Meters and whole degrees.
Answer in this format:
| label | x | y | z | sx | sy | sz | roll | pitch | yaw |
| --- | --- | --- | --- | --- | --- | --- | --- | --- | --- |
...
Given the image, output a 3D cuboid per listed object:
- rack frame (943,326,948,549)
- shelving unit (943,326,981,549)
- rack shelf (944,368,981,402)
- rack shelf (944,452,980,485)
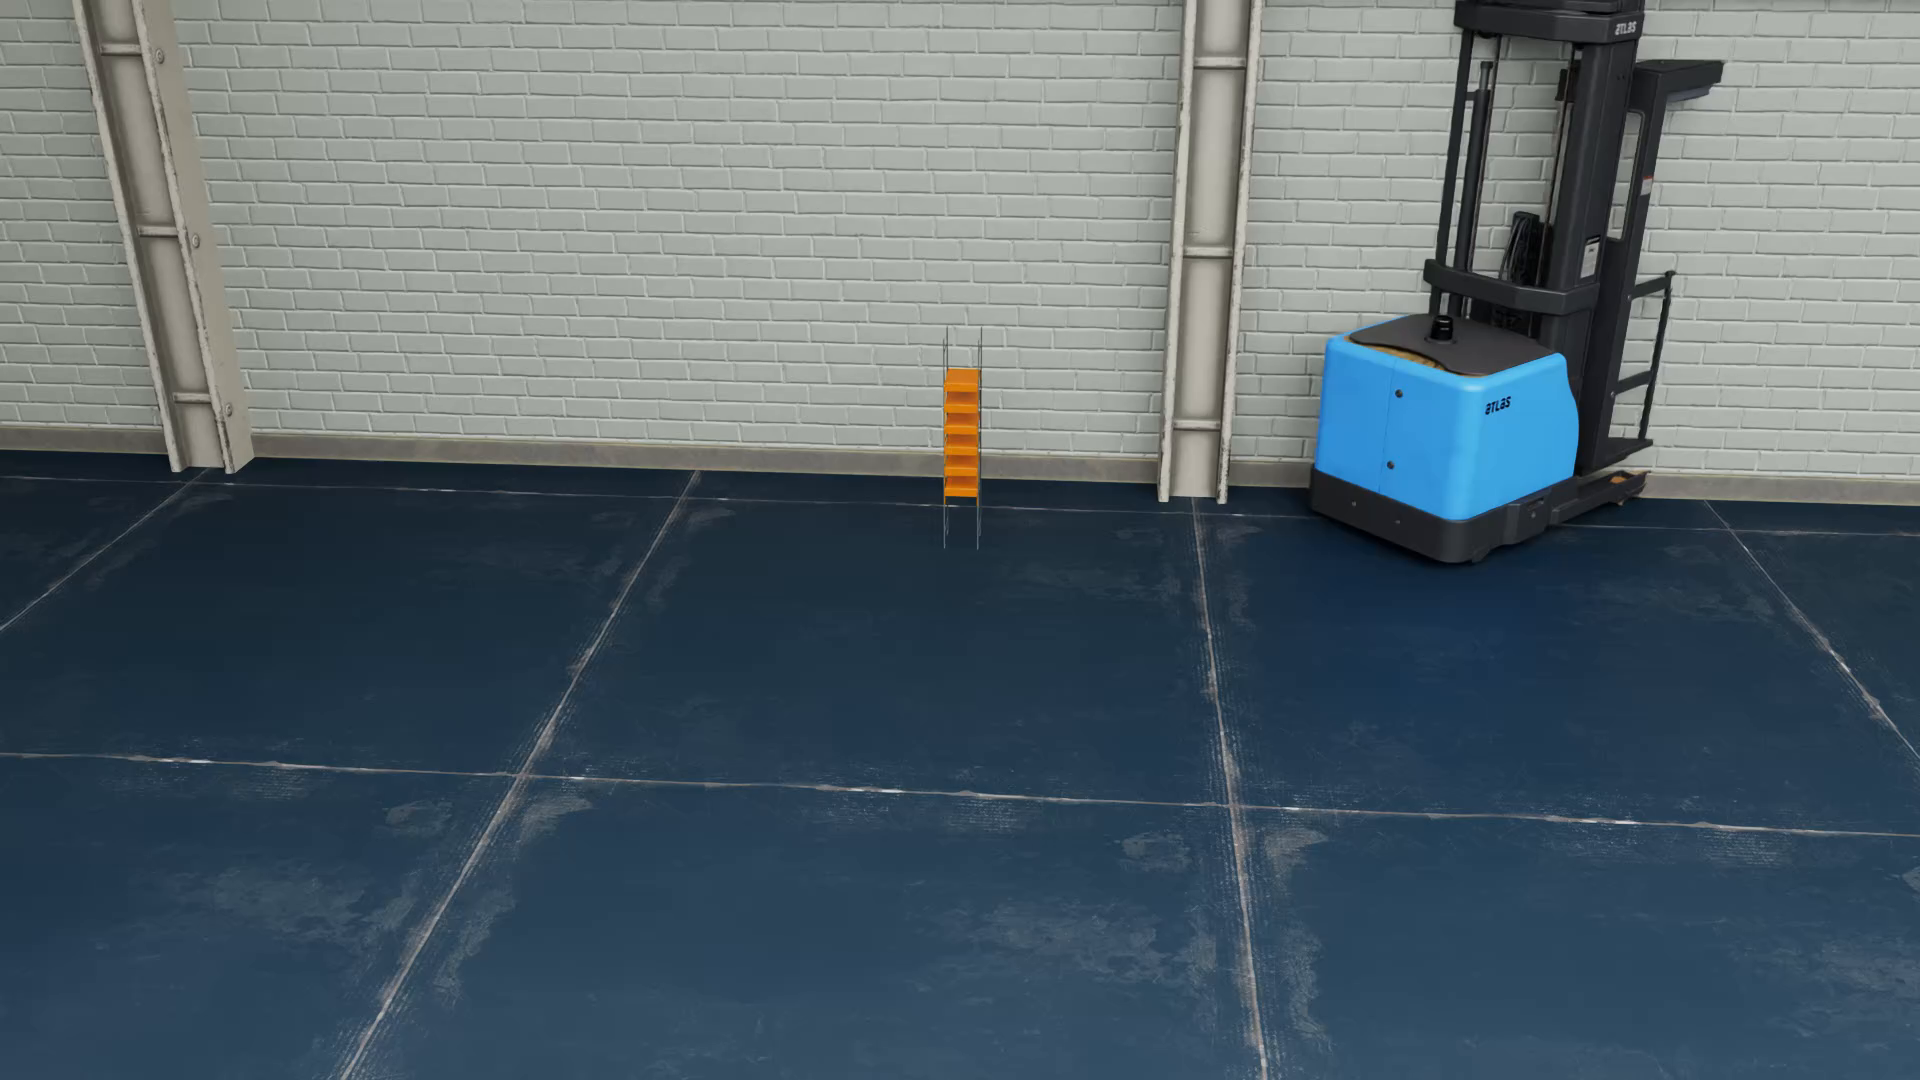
| label | x | y | z | sx | sy | sz | roll | pitch | yaw |
| --- | --- | --- | --- | --- | --- | --- | --- | --- | --- |
| rack frame | -0.077 | -0.548 | 9.005 | 0.006 | 1.200 | 0.240 | 2 | 25 | 4 |
| shelving unit | -11.026 | -0.020 | 7.140 | 21.905 | 1.800 | 5.752 | 2 | 25 | 4 |
| rack shelf | 0.014 | -0.831 | 8.866 | 0.180 | 0.103 | 0.258 | 2 | 25 | 4 |
| rack shelf | 0.014 | -0.395 | 9.067 | 0.180 | 0.103 | 0.258 | 2 | 25 | 4 |
